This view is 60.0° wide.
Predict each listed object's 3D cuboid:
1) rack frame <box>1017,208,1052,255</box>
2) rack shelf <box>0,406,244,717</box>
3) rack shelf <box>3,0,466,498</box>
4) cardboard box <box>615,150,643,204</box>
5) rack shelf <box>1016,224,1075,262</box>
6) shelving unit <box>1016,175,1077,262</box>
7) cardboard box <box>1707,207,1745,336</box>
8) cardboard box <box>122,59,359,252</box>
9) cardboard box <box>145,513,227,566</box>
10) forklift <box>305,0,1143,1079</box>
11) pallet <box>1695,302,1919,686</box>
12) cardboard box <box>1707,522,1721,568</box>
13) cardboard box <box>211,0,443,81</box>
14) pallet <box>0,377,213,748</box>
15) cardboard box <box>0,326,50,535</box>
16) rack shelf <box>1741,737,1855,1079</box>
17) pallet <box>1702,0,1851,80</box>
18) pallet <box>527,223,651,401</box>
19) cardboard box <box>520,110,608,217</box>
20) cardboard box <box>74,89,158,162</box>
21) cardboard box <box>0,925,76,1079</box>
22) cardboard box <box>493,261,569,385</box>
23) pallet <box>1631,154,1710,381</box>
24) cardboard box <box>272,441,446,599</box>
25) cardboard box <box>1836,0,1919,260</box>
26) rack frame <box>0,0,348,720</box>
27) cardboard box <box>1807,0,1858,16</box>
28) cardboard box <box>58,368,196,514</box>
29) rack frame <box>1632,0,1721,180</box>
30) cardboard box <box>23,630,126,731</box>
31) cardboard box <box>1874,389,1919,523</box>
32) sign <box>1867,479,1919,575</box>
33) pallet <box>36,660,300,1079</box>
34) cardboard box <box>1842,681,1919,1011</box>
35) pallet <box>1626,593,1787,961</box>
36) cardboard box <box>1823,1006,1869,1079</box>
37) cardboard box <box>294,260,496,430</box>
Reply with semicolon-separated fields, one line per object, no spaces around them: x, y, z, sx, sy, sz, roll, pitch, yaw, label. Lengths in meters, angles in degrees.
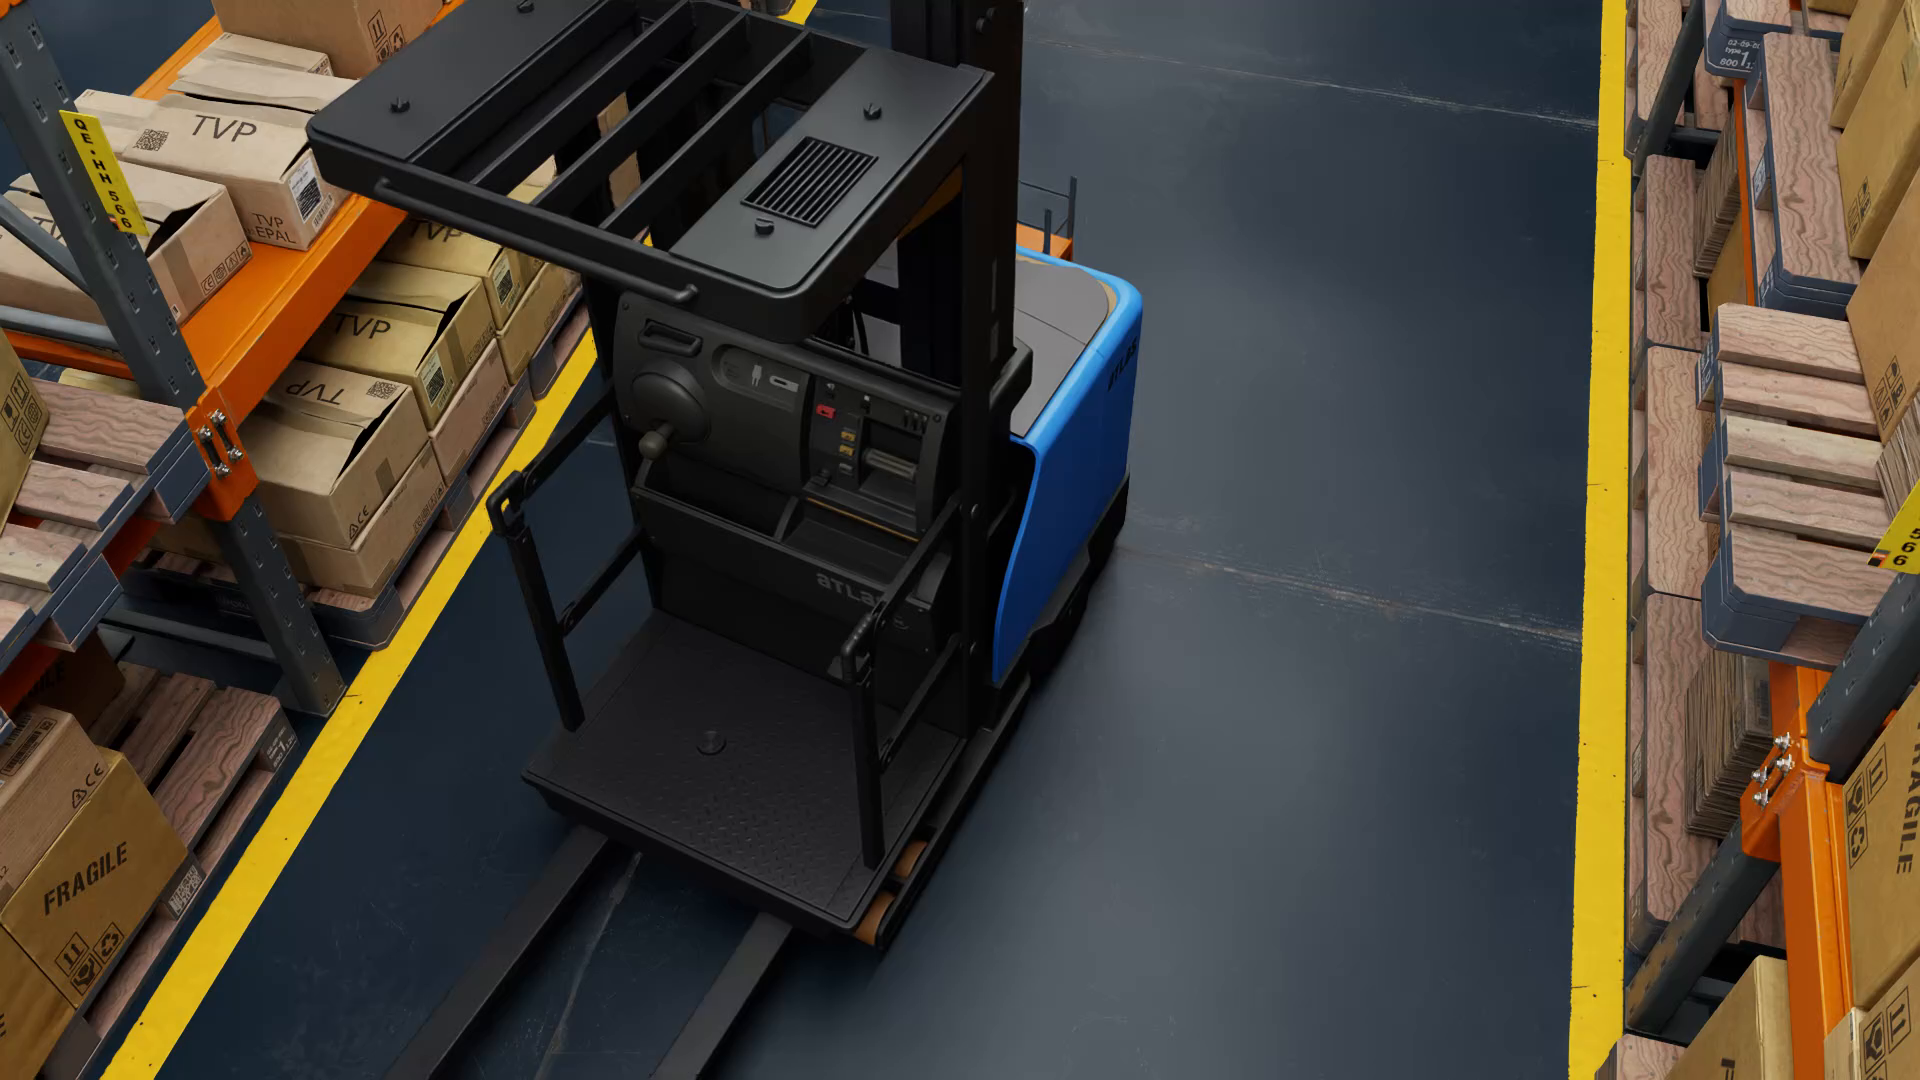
0.171;-0.641;5.516;0.240;1.200;0.006;21;52;18;rack frame
-2.985;1.116;3.244;1.077;0.370;4.000;12;50;10;rack shelf
-1.932;-1.777;5.798;1.077;0.370;4.000;12;50;10;rack shelf
-1.504;-1.598;6.714;0.500;0.250;0.500;13;50;11;cardboard box
0.212;-0.911;5.333;0.258;0.103;0.180;21;52;18;rack shelf
0.212;-0.702;5.570;0.258;1.200;0.189;21;52;18;shelving unit
3.109;-0.886;5.905;0.700;0.500;0.500;11;49;9;cardboard box
-2.036;-1.148;4.822;0.500;0.311;0.500;11;49;10;cardboard box
-2.555;-0.226;5.503;0.500;0.250;0.500;13;50;11;cardboard box
-0.552;-0.209;3.979;1.130;2.935;3.031;21;52;18;forklift
2.406;-0.067;3.936;1.213;0.211;1.003;12;50;10;pallet
2.812;-0.158;5.262;0.700;0.500;0.500;11;50;10;cardboard box
-2.033;-1.818;5.288;0.500;0.500;0.500;9;49;8;cardboard box
-2.569;-0.001;3.878;1.213;0.211;1.003;12;50;10;pallet
-2.516;-0.263;3.634;0.700;0.500;0.500;-3;49;-3;cardboard box
1.795;2.091;2.384;1.077;0.370;4.000;12;50;10;rack shelf
3.033;-1.899;5.554;1.003;0.211;1.213;12;50;10;pallet
-1.881;-1.113;6.592;1.003;0.211;1.213;12;50;10;pallet
-1.636;-1.426;6.188;0.500;0.311;0.500;11;49;10;cardboard box
-2.488;-1.190;4.968;0.380;0.149;0.250;12;50;10;cardboard box
-2.615;1.210;4.055;0.500;0.500;0.500;10;49;9;cardboard box
-1.775;-0.859;6.062;0.500;0.250;0.500;10;49;9;cardboard box
3.171;-1.001;6.492;1.003;0.211;1.213;12;50;10;pallet
-2.037;-0.118;5.408;0.500;0.250;0.500;11;50;10;cardboard box
2.742;-1.020;4.289;0.700;0.500;0.500;12;50;10;cardboard box
-2.459;-0.568;4.251;1.000;3.000;0.127;12;50;10;rack frame
3.053;-1.901;5.067;0.700;0.500;0.500;16;51;14;cardboard box
-2.558;-0.411;5.292;0.500;0.311;0.500;13;50;11;cardboard box
3.374;-2.487;5.944;1.000;3.000;0.127;12;50;10;rack frame
-2.854;0.386;4.782;0.500;0.500;0.500;13;50;12;cardboard box
2.435;-0.114;3.490;0.700;0.500;0.500;6;49;6;cardboard box
1.795;-0.051;3.075;0.100;0.325;0.005;12;50;10;sign
-2.692;0.887;4.827;1.003;0.211;1.213;12;50;10;pallet
1.947;0.569;2.969;0.500;0.500;0.500;13;50;11;cardboard box
2.529;0.764;4.935;1.003;0.211;1.213;12;50;10;pallet
1.785;1.031;2.993;0.380;0.149;0.250;13;50;11;cardboard box
-1.907;-0.686;5.534;0.500;0.311;0.500;10;49;9;cardboard box
